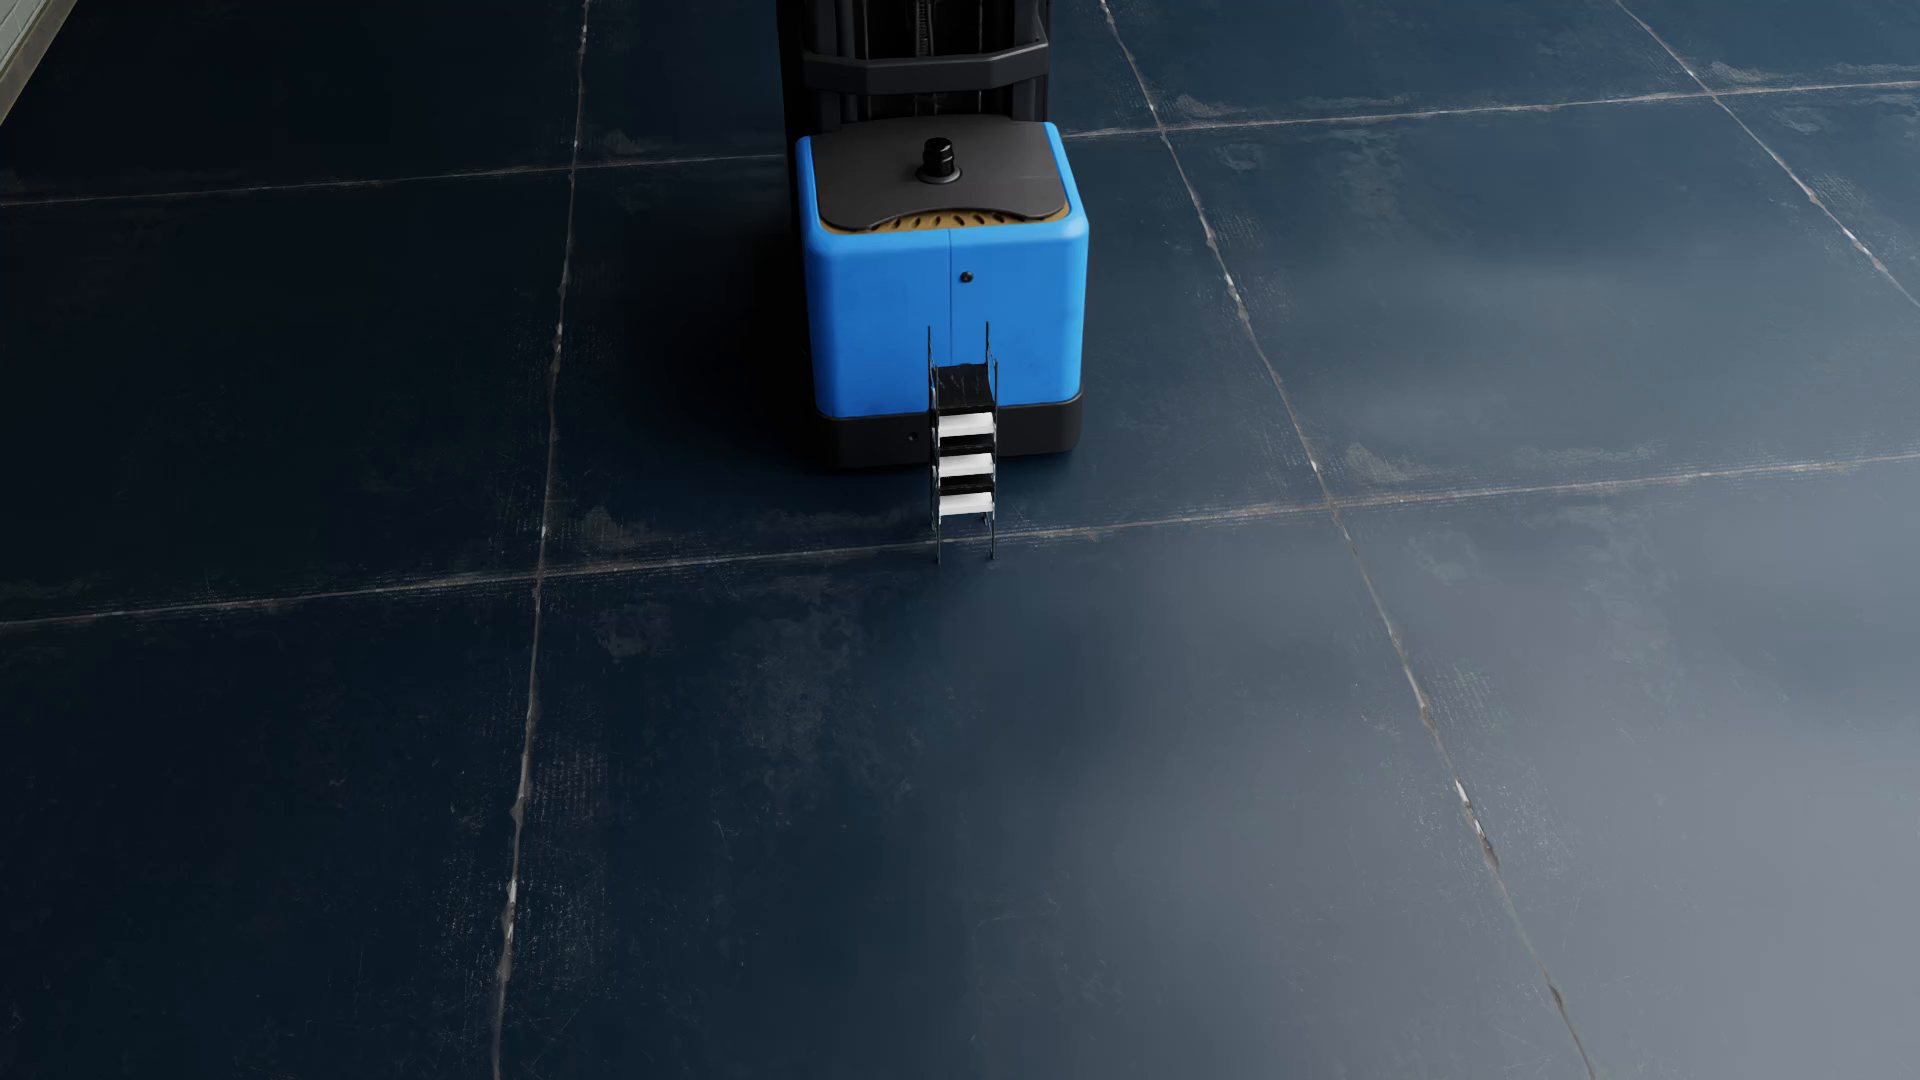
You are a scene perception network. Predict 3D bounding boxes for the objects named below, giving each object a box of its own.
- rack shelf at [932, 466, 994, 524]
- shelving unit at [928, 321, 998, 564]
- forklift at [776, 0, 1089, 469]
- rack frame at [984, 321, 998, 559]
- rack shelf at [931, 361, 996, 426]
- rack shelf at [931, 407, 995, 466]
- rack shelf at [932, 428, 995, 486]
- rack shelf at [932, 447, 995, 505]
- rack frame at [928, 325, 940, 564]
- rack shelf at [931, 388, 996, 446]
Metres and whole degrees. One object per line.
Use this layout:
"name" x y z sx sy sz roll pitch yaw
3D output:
"rack shelf" 0.008 -0.176 6.092 0.200 0.077 0.258 -5 42 -6
"shelving unit" 0.008 -0.335 5.949 0.210 0.900 0.258 -5 42 -6
"forklift" -0.211 -2.351 6.668 1.130 2.935 3.031 -5 42 -5
"rack frame" 0.109 -0.344 5.959 0.006 0.900 0.240 -5 42 -6
"rack shelf" 0.008 -0.511 5.791 0.200 0.077 0.258 -5 42 -6
"rack shelf" 0.008 -0.377 5.911 0.200 0.077 0.258 -5 42 -6
"rack shelf" 0.008 -0.310 5.972 0.200 0.077 0.258 -5 42 -6
"rack shelf" 0.008 -0.243 6.032 0.200 0.077 0.258 -5 42 -6
"rack frame" -0.093 -0.326 5.940 0.006 0.900 0.240 -5 42 -6
"rack shelf" 0.008 -0.444 5.851 0.200 0.077 0.258 -5 42 -6
